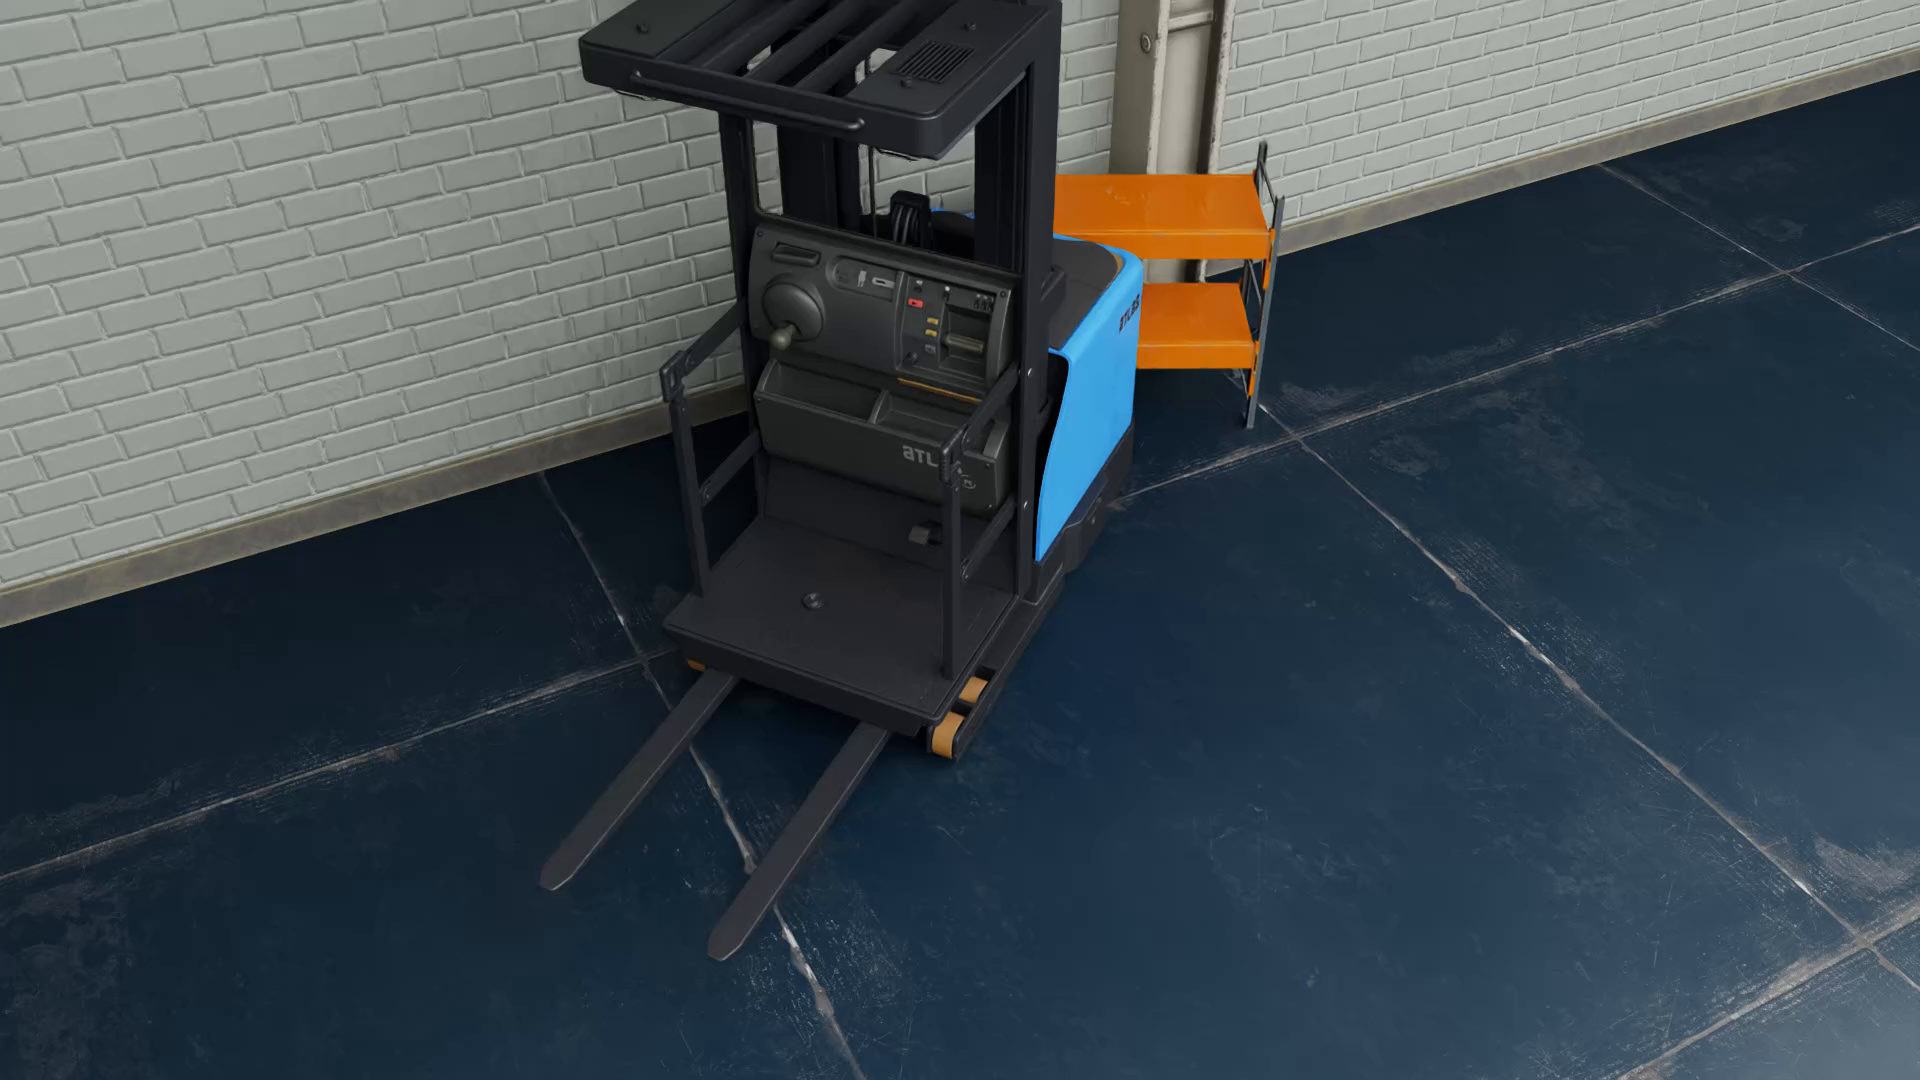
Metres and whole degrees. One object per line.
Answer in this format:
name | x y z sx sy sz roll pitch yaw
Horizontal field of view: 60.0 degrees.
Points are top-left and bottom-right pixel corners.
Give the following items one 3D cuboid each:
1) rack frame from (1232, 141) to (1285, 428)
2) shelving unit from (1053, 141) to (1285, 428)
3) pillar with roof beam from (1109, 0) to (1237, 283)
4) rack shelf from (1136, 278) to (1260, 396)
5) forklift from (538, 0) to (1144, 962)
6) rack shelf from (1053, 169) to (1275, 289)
rack frame | 1.276 -1.084 7.160 0.032 1.125 0.500 0 40 0
shelving unit | 0.767 -1.081 7.157 1.048 1.125 0.538 0 40 0
pillar with roof beam | 2.917 -2.092 2.257 0.400 9.000 9.100 -19 44 -21
rack shelf | 0.767 -0.895 7.315 1.000 0.278 0.538 0 40 0
forklift | -0.362 -0.675 5.279 1.130 2.935 3.031 17 43 19
rack shelf | 0.767 -1.305 6.968 1.000 0.278 0.538 0 40 0
